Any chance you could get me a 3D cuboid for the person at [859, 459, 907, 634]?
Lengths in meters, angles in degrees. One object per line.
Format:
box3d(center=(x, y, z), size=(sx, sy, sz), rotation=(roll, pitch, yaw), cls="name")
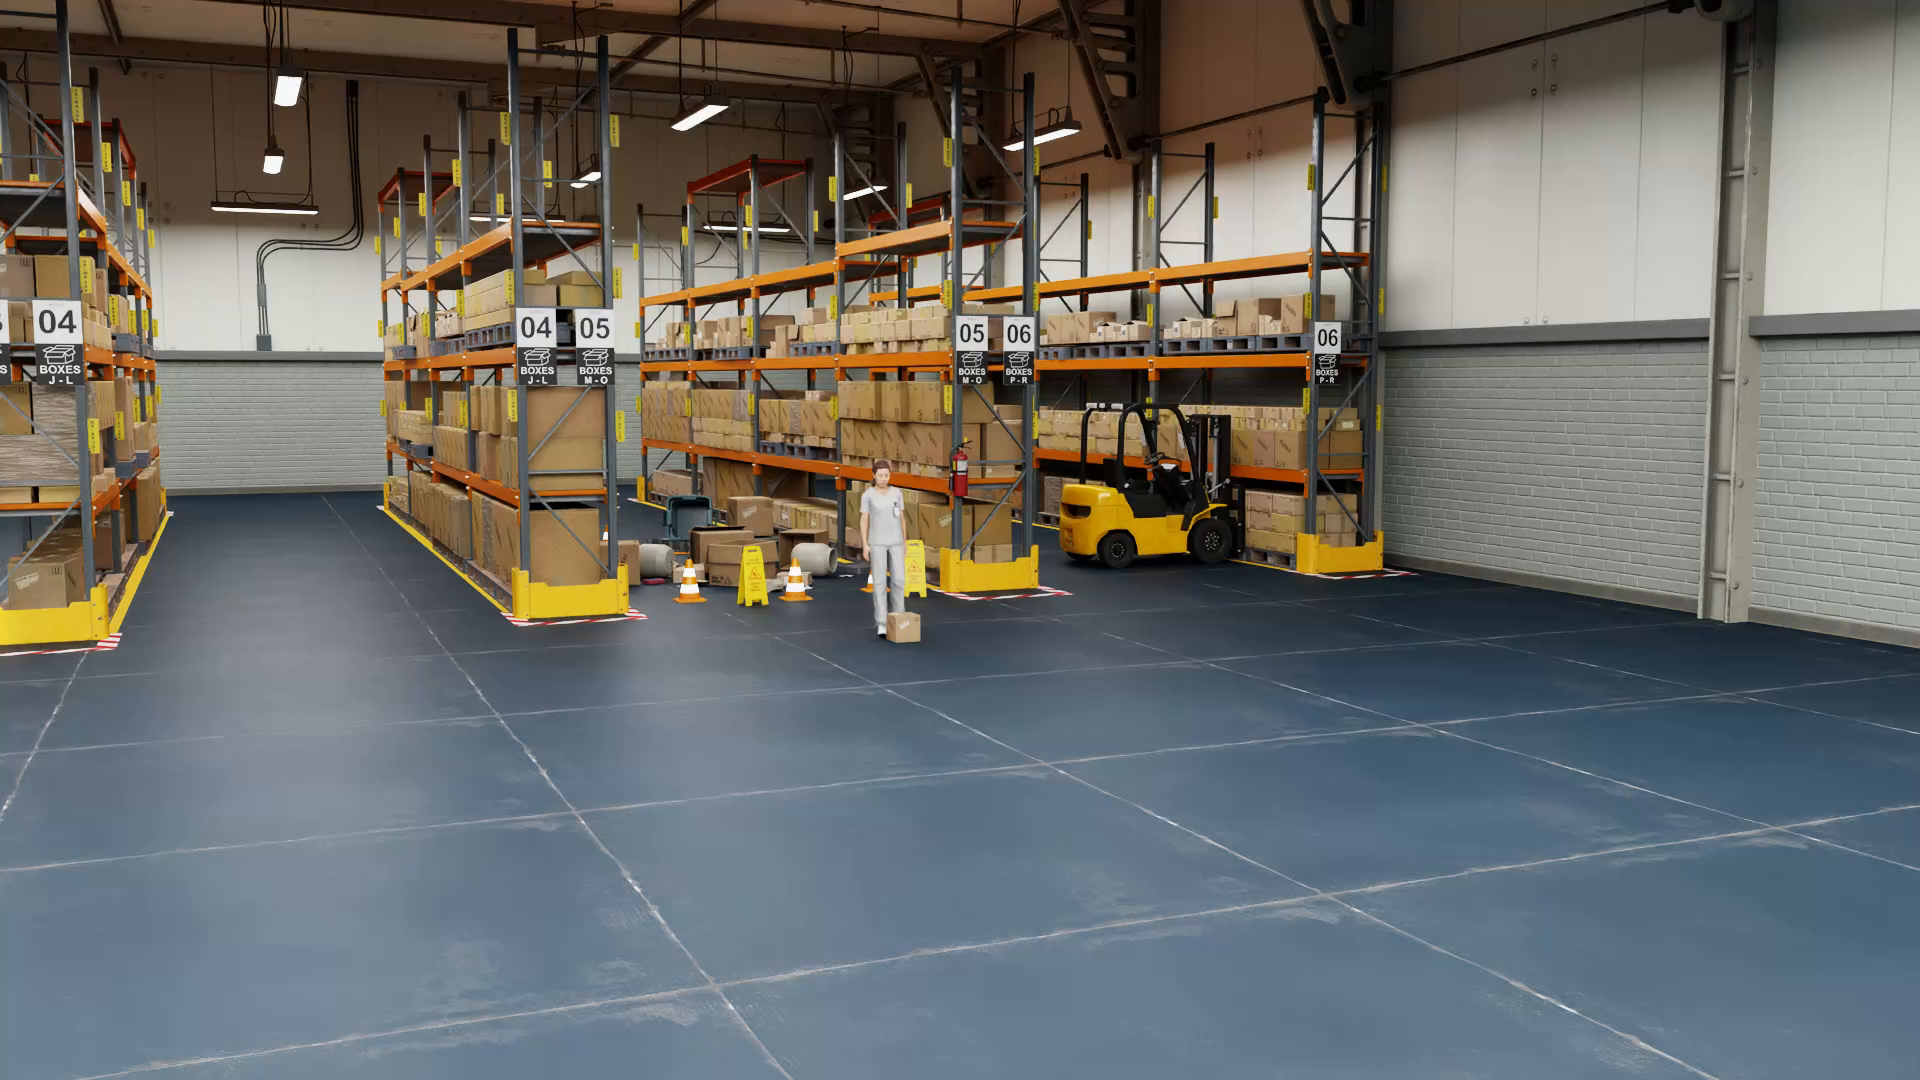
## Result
box3d(center=(-0.723, 0.075, 16.110), size=(0.473, 1.711, 0.460), rotation=(-2, 6, -18), cls="person")
